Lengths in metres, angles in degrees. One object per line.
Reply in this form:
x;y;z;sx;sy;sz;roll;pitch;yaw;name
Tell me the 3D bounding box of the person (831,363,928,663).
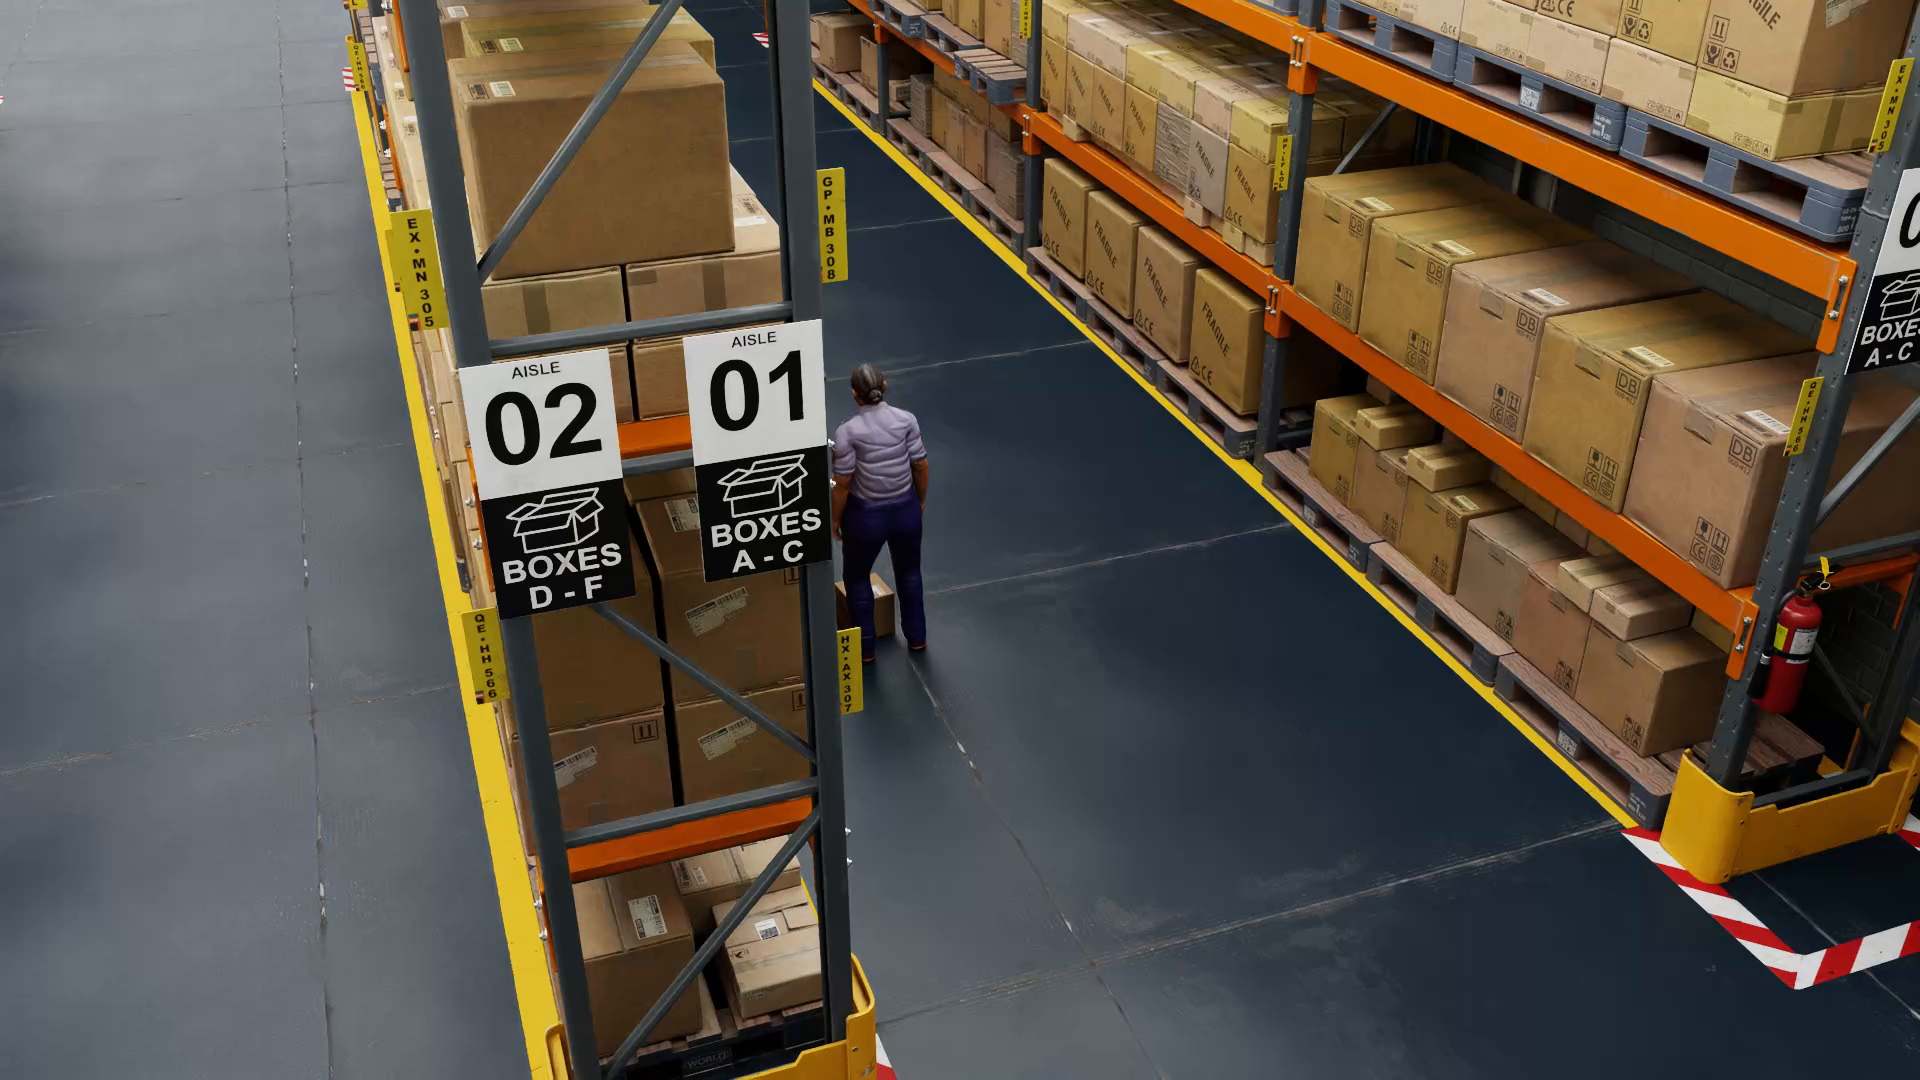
-0.407;-0.127;8.566;0.542;1.651;0.369;-12;32;-20;person
